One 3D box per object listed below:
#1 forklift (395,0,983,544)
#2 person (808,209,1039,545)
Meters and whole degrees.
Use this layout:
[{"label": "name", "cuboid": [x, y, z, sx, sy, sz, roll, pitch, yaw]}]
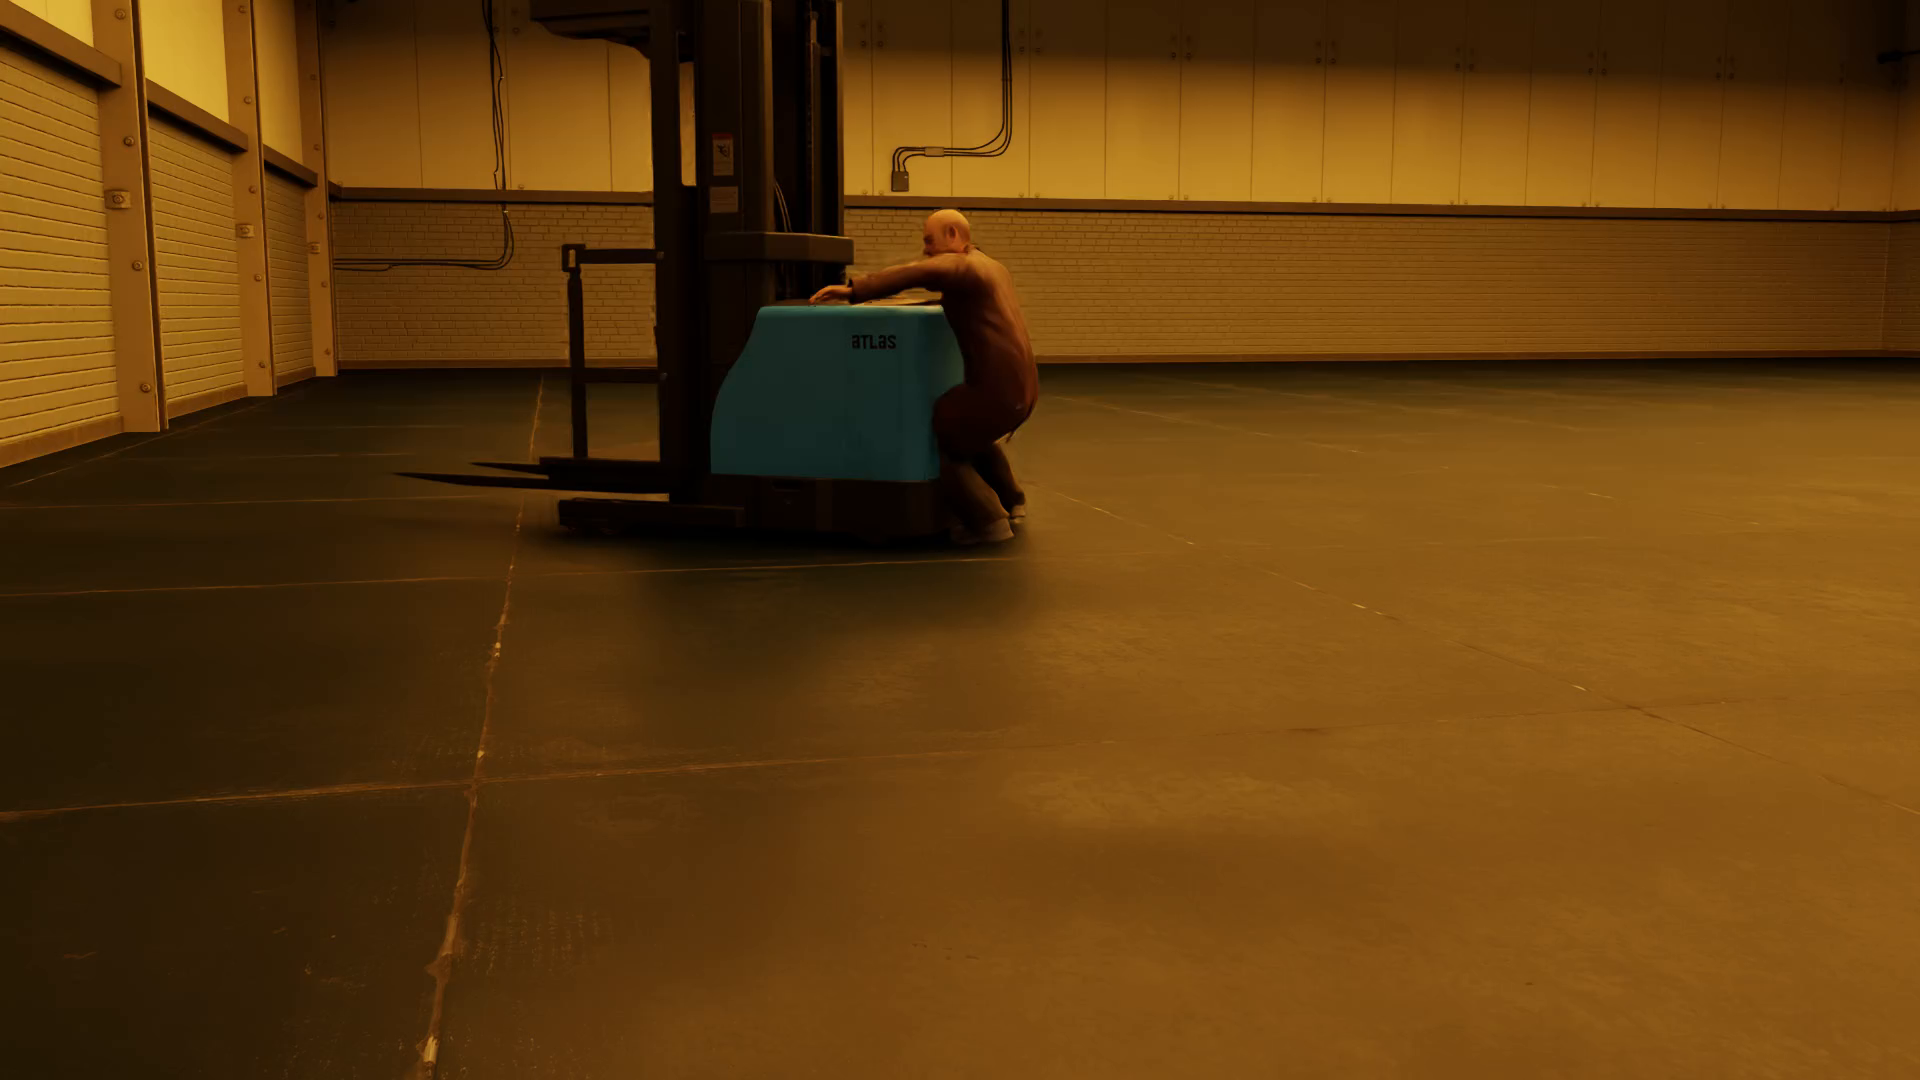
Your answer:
[{"label": "forklift", "cuboid": [-1.378, -1.539, 8.125, 3.031, 2.935, 1.130, 3, 9, 22]}, {"label": "person", "cuboid": [-0.043, -0.719, 7.470, 0.804, 1.500, 1.618, 3, 8, 20]}]
